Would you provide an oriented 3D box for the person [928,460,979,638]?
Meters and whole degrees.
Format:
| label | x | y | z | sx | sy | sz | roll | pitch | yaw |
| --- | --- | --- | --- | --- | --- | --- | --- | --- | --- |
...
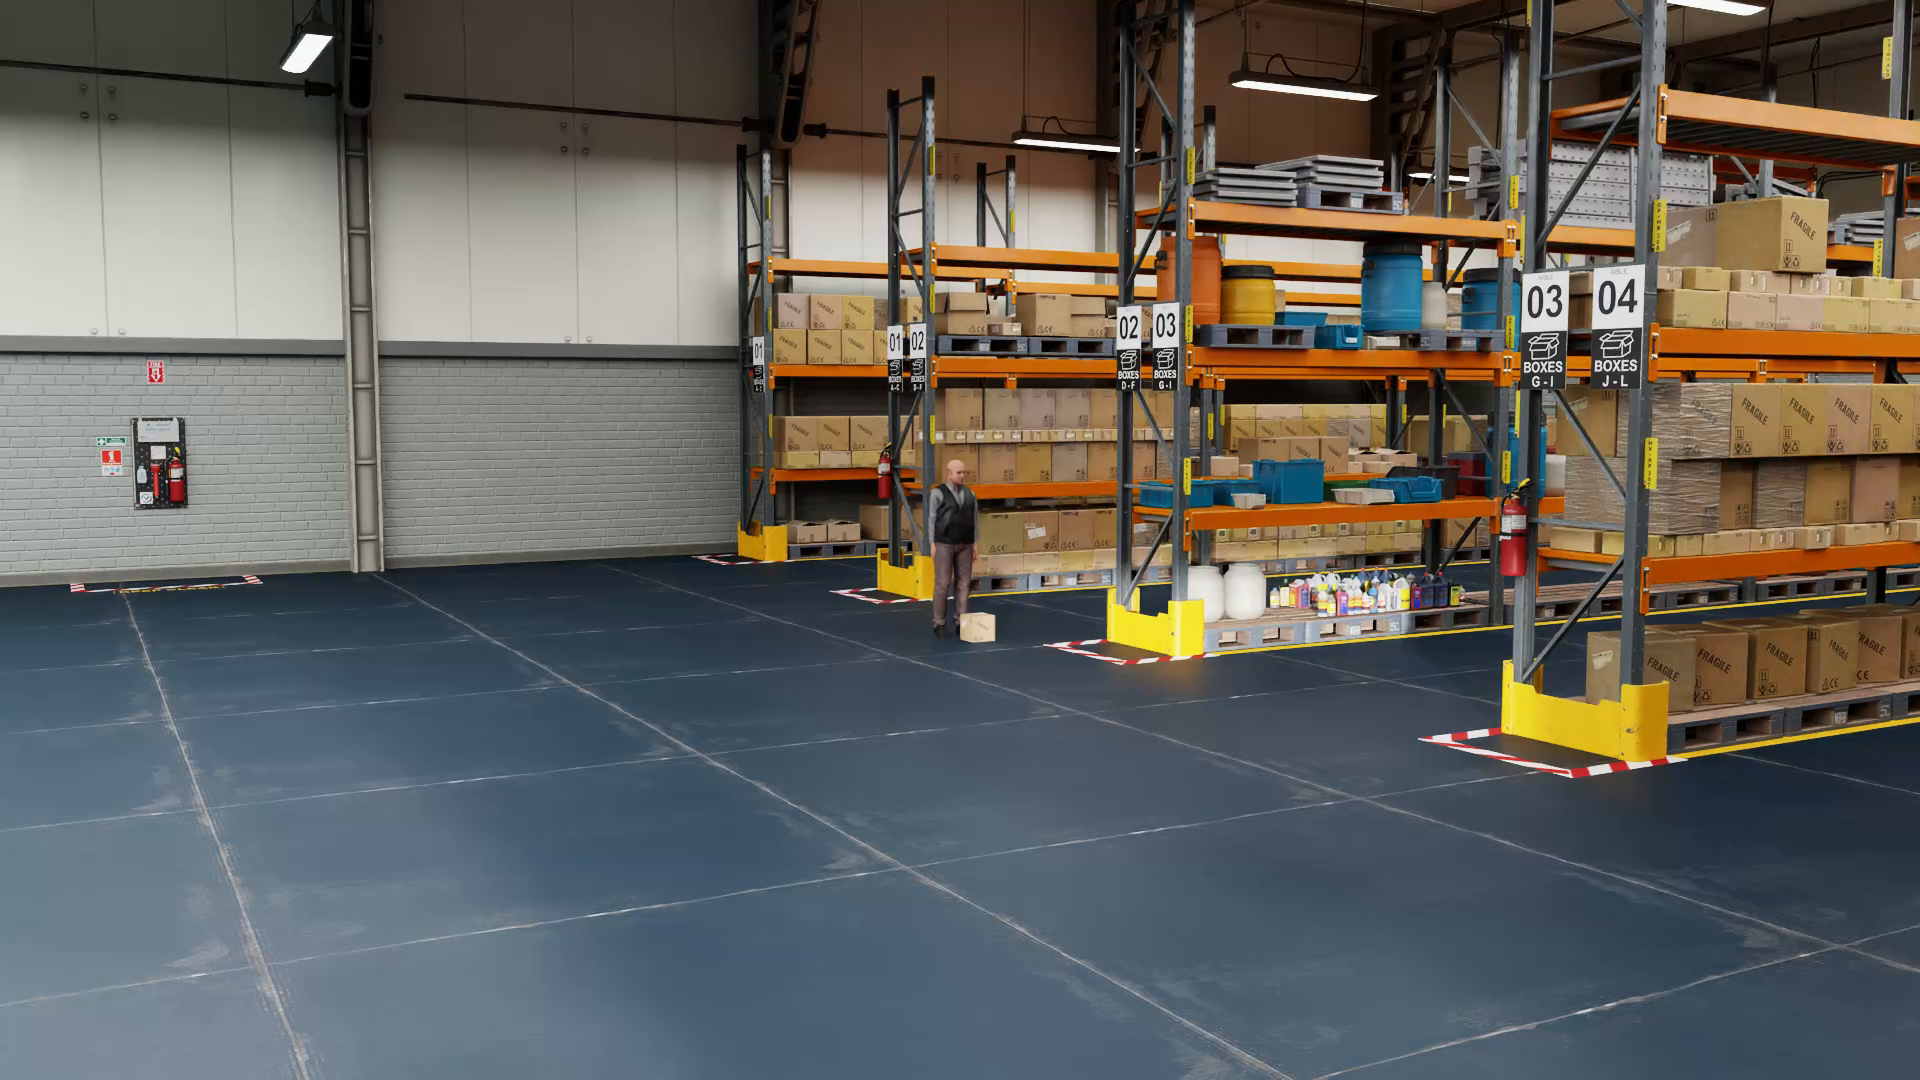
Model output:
| label | x | y | z | sx | sy | sz | roll | pitch | yaw |
| --- | --- | --- | --- | --- | --- | --- | --- | --- | --- |
| person | -0.035 | 0.080 | 16.462 | 0.536 | 1.738 | 0.406 | -3 | 6 | -29 |
